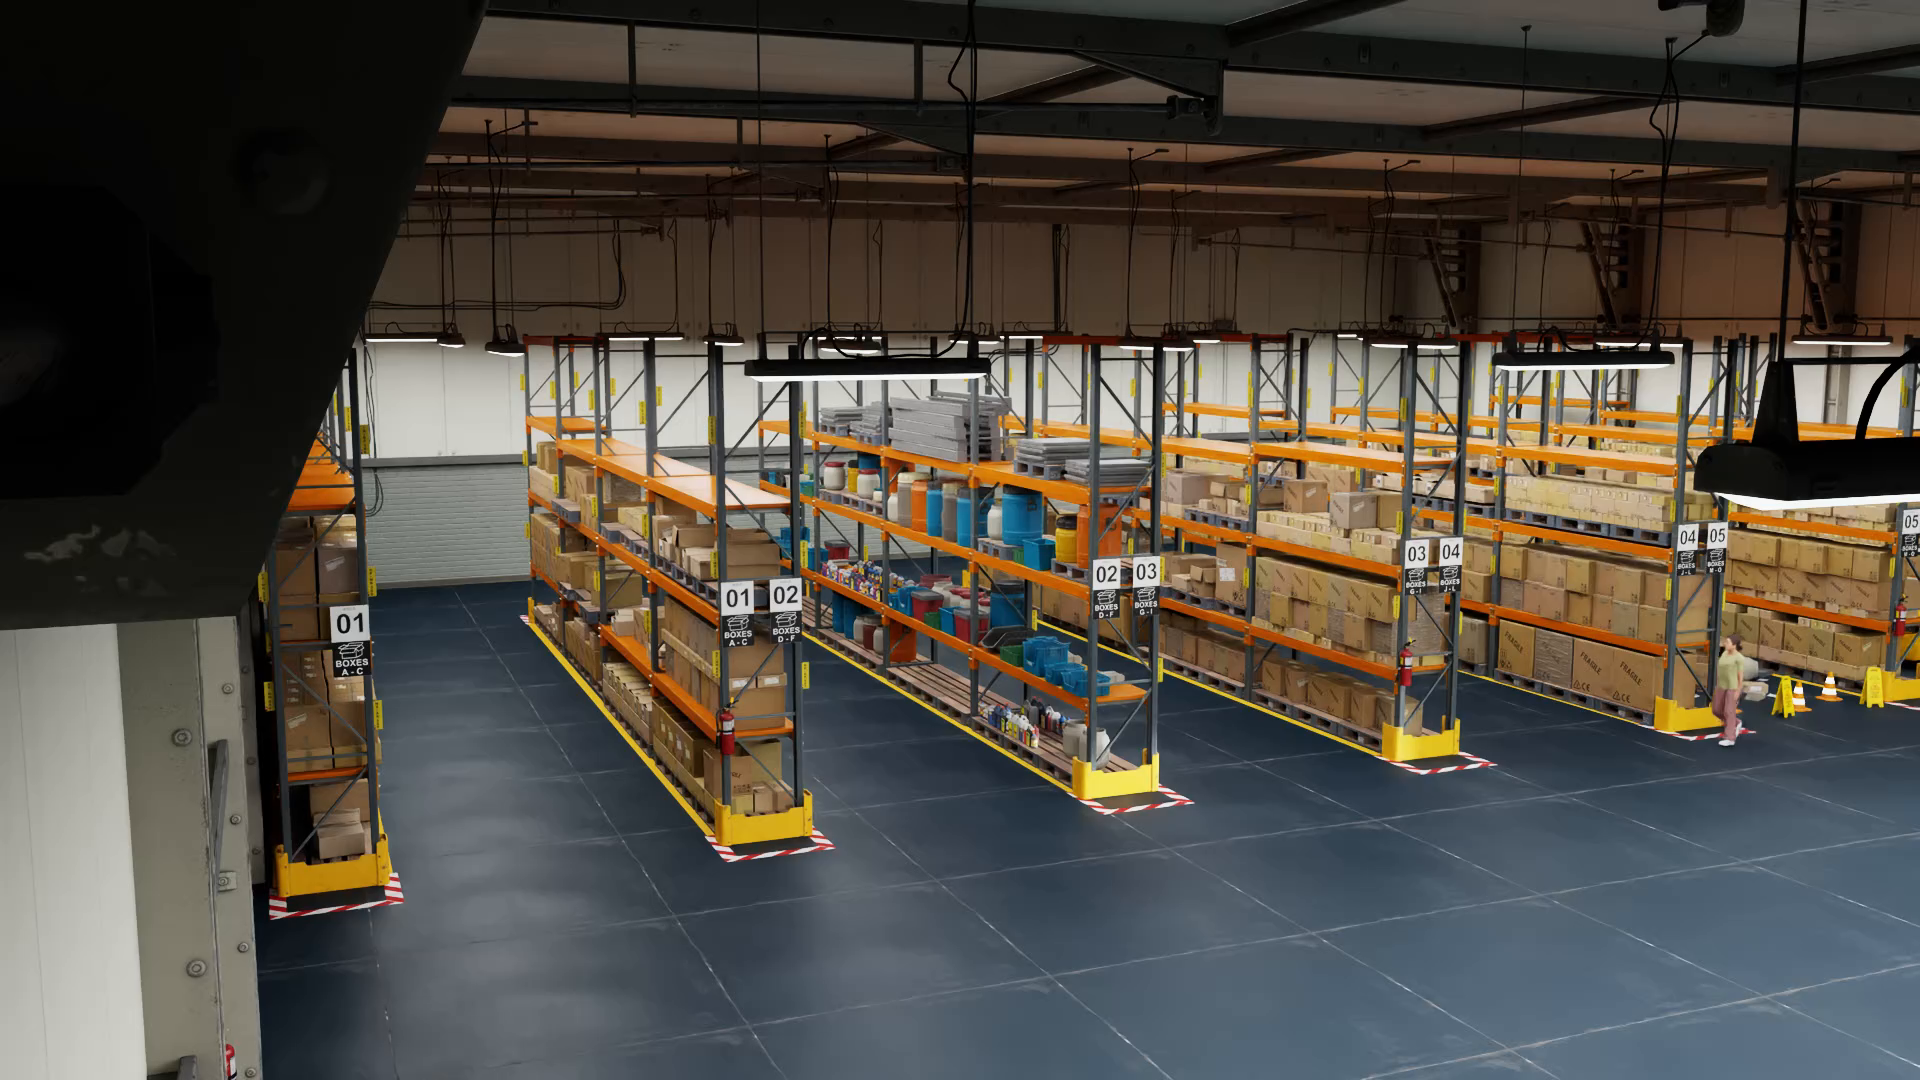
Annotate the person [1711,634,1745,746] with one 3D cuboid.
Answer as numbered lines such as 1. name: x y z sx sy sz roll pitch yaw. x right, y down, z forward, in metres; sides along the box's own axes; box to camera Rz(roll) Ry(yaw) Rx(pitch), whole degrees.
1. person: 11.507 2.211 24.749 0.570 1.659 0.450 -3 8 -21
